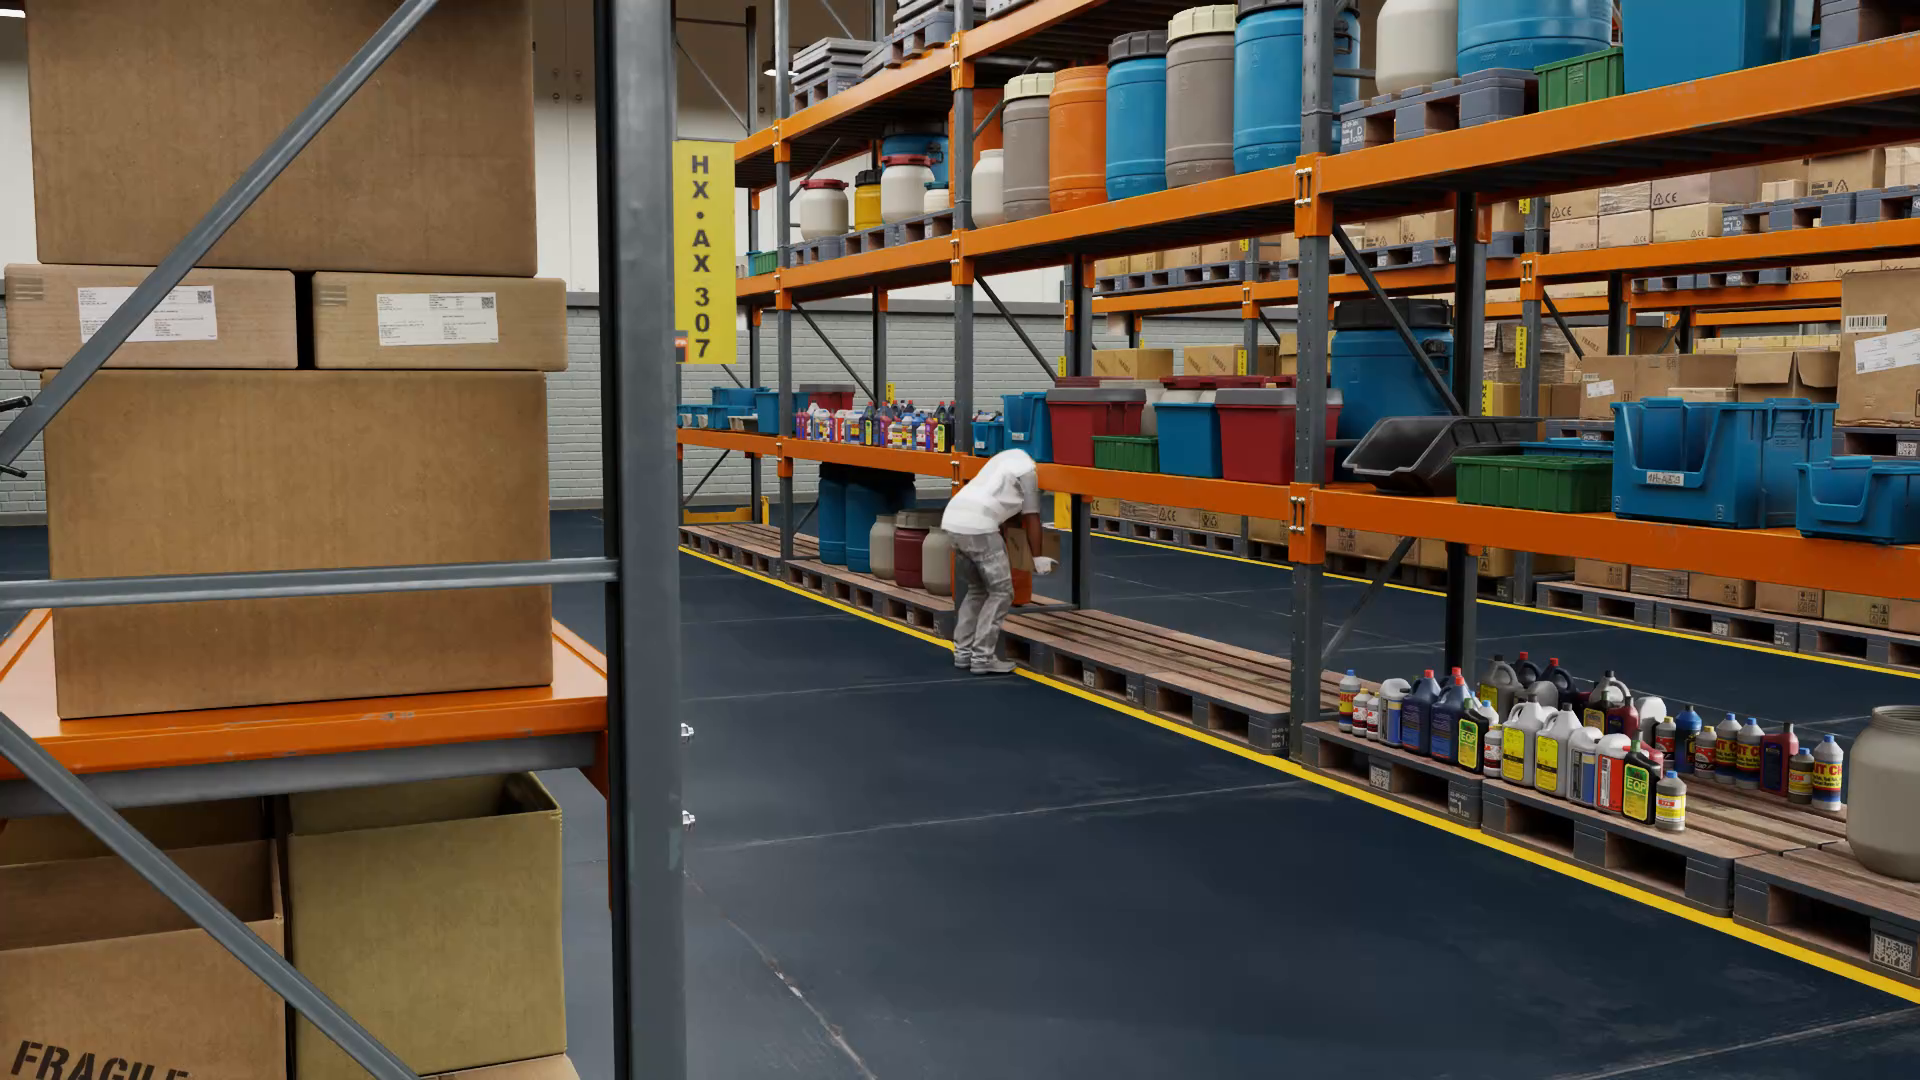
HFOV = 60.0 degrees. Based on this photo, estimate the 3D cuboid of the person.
[{"bbox_3d":[0.290,0.041,10.465,0.822,1.537,0.492,-3,6,-25],"label":"person"}]
